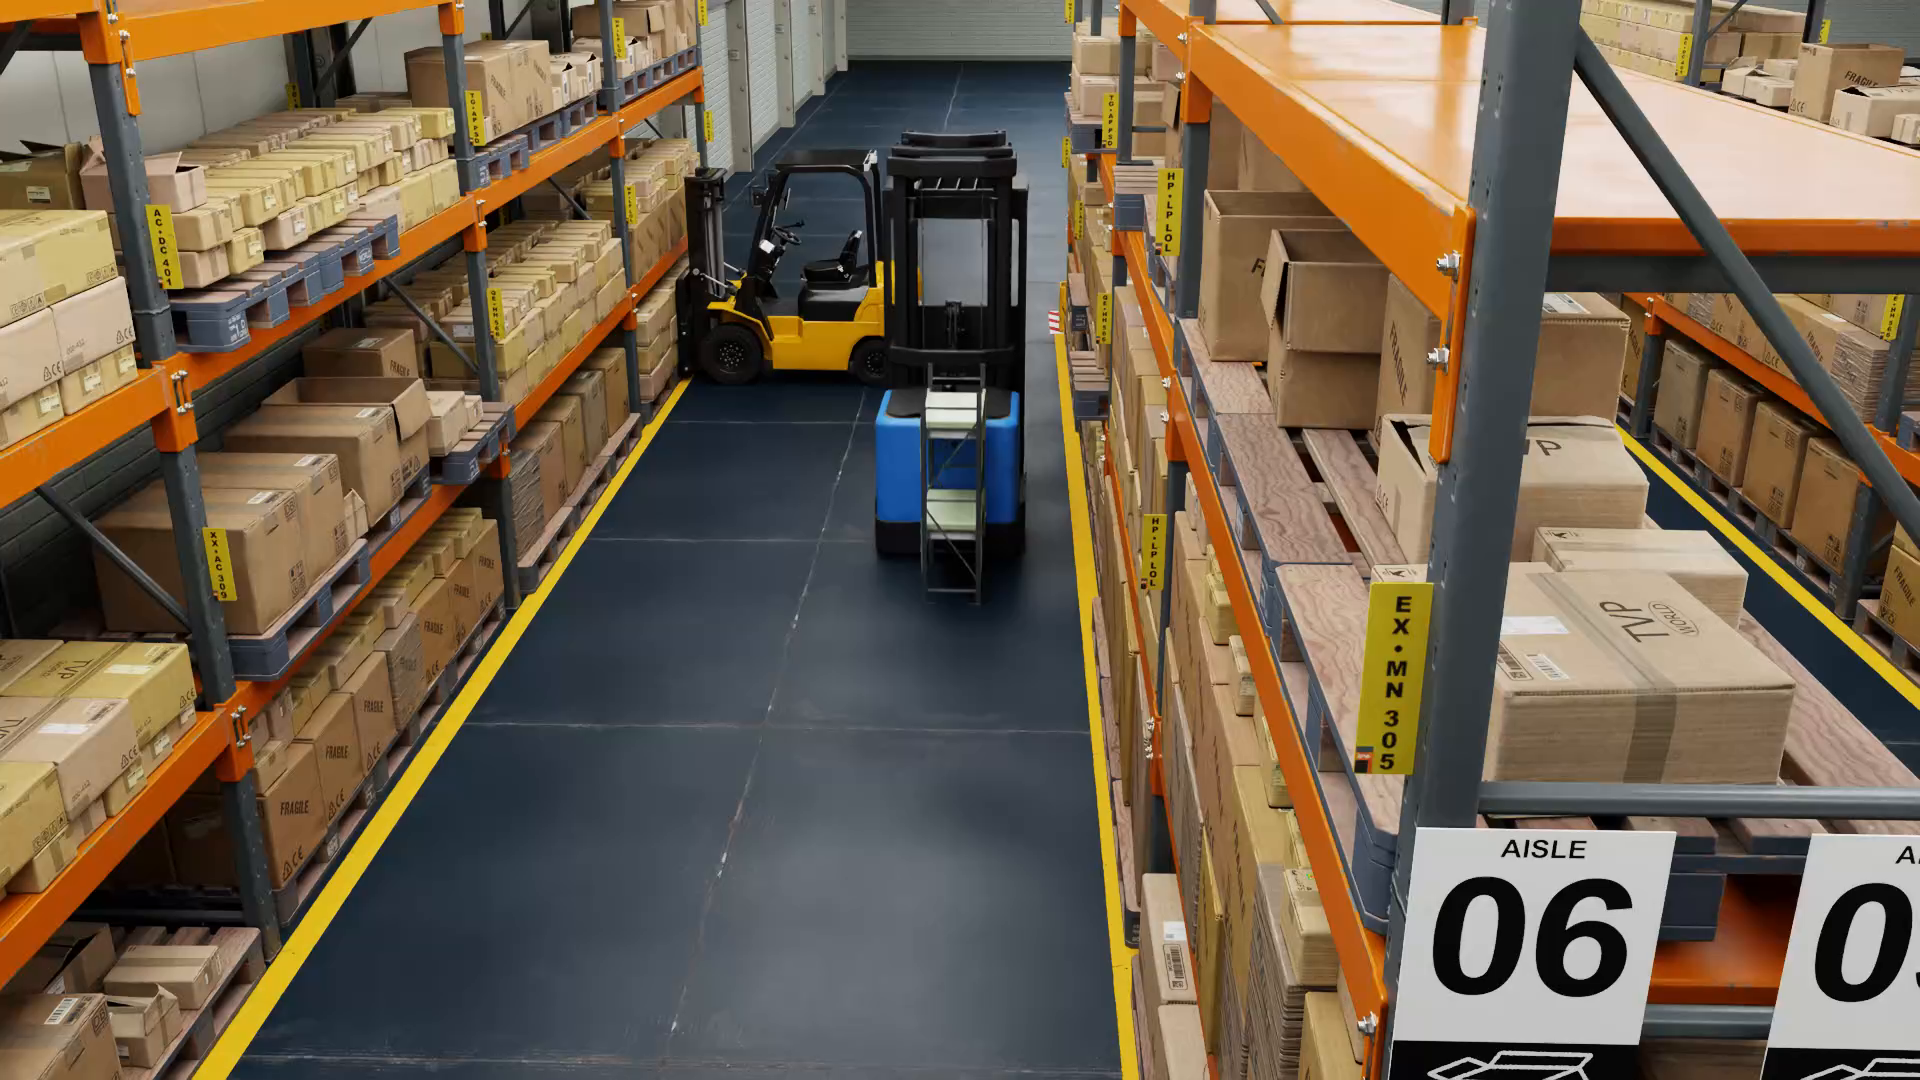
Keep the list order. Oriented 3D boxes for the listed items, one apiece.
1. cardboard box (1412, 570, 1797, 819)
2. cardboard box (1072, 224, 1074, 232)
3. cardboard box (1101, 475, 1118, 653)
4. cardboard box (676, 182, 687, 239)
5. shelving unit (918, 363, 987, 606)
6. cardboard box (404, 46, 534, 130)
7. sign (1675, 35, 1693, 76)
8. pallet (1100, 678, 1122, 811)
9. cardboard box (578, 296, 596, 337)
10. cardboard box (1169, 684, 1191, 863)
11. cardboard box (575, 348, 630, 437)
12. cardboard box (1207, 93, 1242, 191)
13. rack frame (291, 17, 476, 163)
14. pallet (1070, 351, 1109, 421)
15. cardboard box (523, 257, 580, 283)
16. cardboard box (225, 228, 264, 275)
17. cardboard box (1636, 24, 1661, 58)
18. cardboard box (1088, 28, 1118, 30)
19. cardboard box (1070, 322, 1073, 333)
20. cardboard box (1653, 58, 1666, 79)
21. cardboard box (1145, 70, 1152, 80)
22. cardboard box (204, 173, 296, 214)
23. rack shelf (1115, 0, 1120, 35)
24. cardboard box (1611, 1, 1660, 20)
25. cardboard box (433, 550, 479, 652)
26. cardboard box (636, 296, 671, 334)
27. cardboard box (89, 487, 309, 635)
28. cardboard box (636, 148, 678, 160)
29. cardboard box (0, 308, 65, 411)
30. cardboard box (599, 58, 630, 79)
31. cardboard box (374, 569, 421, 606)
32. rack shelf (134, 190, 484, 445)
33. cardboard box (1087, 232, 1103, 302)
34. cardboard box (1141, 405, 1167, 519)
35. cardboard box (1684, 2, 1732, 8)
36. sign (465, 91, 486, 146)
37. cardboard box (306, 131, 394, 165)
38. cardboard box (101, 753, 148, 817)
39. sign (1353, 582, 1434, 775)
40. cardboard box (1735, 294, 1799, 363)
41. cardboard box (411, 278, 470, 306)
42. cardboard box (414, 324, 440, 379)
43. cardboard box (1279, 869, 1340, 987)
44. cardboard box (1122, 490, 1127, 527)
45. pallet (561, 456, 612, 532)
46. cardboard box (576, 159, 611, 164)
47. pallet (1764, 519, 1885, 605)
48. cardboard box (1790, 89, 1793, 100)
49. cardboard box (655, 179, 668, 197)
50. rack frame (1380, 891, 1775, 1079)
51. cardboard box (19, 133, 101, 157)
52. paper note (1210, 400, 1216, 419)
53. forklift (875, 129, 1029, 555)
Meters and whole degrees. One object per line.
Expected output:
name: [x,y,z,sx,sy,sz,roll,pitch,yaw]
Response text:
cardboard box: [1.135,0.267,3.035,0.500,0.250,0.500,-1,21,-3]
cardboard box: [1.345,-3.268,17.151,0.380,0.149,0.250,1,21,2]
cardboard box: [1.351,0.153,10.345,0.875,0.875,0.875,0,21,1]
cardboard box: [-3.056,-3.329,16.825,0.500,0.500,0.500,0,21,1]
shelving unit: [-0.041,-0.390,11.461,0.431,1.500,0.755,1,21,3]
cardboard box: [-3.325,-3.074,11.301,0.700,0.500,0.500,0,21,1]
sign: [5.973,-4.001,13.723,0.100,0.325,0.005,1,21,2]
pallet: [1.316,1.134,9.315,1.003,0.211,1.213,1,21,2]
cardboard box: [-3.194,-1.774,13.162,0.500,0.250,0.500,1,21,2]
cardboard box: [1.038,0.858,6.033,0.500,0.500,0.500,1,21,2]
cardboard box: [-3.389,-1.290,14.409,0.875,0.625,0.625,2,21,4]
cardboard box: [1.615,-2.171,9.113,0.700,0.500,0.500,0,21,-1]
rack frame: [-3.506,-3.741,9.730,1.000,3.000,0.127,1,21,2]
pallet: [1.370,-1.060,11.379,1.213,0.211,1.003,1,21,2]
cardboard box: [-3.113,-2.054,12.641,0.380,0.149,0.250,0,21,0]
cardboard box: [-3.179,-1.218,7.003,0.380,0.149,0.250,1,21,2]
cardboard box: [6.302,-4.392,14.633,0.500,0.250,0.500,1,21,1]
cardboard box: [1.406,-4.760,15.748,0.380,0.149,0.250,1,21,3]
cardboard box: [1.362,-2.379,16.698,0.500,0.500,0.500,1,21,3]
cardboard box: [6.226,-4.069,14.351,0.380,0.149,0.250,1,21,3]
cardboard box: [1.683,-3.465,12.794,0.500,0.250,0.500,1,21,2]
cardboard box: [-3.212,-1.545,7.435,0.380,0.149,0.250,0,21,1]
rack shelf: [1.516,-3.889,11.658,1.077,0.370,4.000,1,21,2]
cardboard box: [6.266,-4.899,15.388,0.380,0.149,0.250,1,21,2]
cardboard box: [-3.330,0.362,10.325,0.500,0.500,0.500,0,21,1]
cardboard box: [-3.031,-2.126,15.701,0.500,0.250,0.500,1,21,2]
cardboard box: [-3.390,0.088,7.438,0.700,0.500,0.500,1,21,3]
cardboard box: [-3.103,-3.919,17.035,0.380,0.149,0.250,1,21,2]
cardboard box: [-3.398,-0.600,5.577,0.500,0.250,0.500,0,21,0]
cardboard box: [-3.068,-4.073,14.360,0.380,0.149,0.250,1,21,3]
cardboard box: [-3.358,0.284,9.630,0.380,0.149,0.250,0,21,1]
rack shelf: [-3.567,-1.284,8.539,1.077,0.370,4.000,1,21,2]
cardboard box: [1.228,-2.006,12.422,0.500,0.500,0.500,0,21,-1]
cardboard box: [1.104,-0.309,7.657,0.500,0.500,0.500,1,21,3]
cardboard box: [6.925,-4.892,15.371,0.380,0.149,0.250,1,21,1]
sign: [-2.964,-2.577,10.161,0.100,0.325,0.005,1,21,2]
cardboard box: [-3.255,-2.091,8.871,0.380,0.149,0.250,0,21,0]
cardboard box: [-3.355,0.926,6.342,0.380,0.149,0.250,1,21,3]
sign: [0.670,0.217,2.563,0.100,0.325,0.005,1,21,2]
cardboard box: [6.194,-1.632,12.449,0.500,0.500,0.500,1,21,2]
cardboard box: [-3.710,-1.785,11.947,0.380,0.149,0.250,1,21,1]
cardboard box: [-3.771,-1.272,11.178,0.500,0.250,0.500,1,21,3]
cardboard box: [0.930,0.869,3.727,0.380,0.149,0.250,0,21,1]
cardboard box: [1.169,-0.271,9.288,0.500,0.250,0.500,1,21,3]
pallet: [-3.403,-0.381,13.219,1.003,0.211,1.213,1,21,2]
cardboard box: [-3.562,-3.646,16.333,0.380,0.149,0.250,1,21,2]
pallet: [6.505,0.143,11.868,1.003,0.211,1.213,1,21,2]
cardboard box: [6.259,-3.223,12.009,0.396,0.266,0.258,1,21,2]
cardboard box: [-3.045,-3.410,16.137,0.380,0.149,0.250,0,21,1]
rack frame: [1.212,2.002,3.223,1.000,3.000,0.127,1,21,2]
cardboard box: [-3.712,-1.560,6.902,0.396,0.266,0.258,1,21,2]
paper note: [0.694,-0.360,4.577,0.006,0.032,0.123,1,21,2]
forklift: [-0.026,-1.746,12.977,1.130,2.935,3.031,1,21,3]
